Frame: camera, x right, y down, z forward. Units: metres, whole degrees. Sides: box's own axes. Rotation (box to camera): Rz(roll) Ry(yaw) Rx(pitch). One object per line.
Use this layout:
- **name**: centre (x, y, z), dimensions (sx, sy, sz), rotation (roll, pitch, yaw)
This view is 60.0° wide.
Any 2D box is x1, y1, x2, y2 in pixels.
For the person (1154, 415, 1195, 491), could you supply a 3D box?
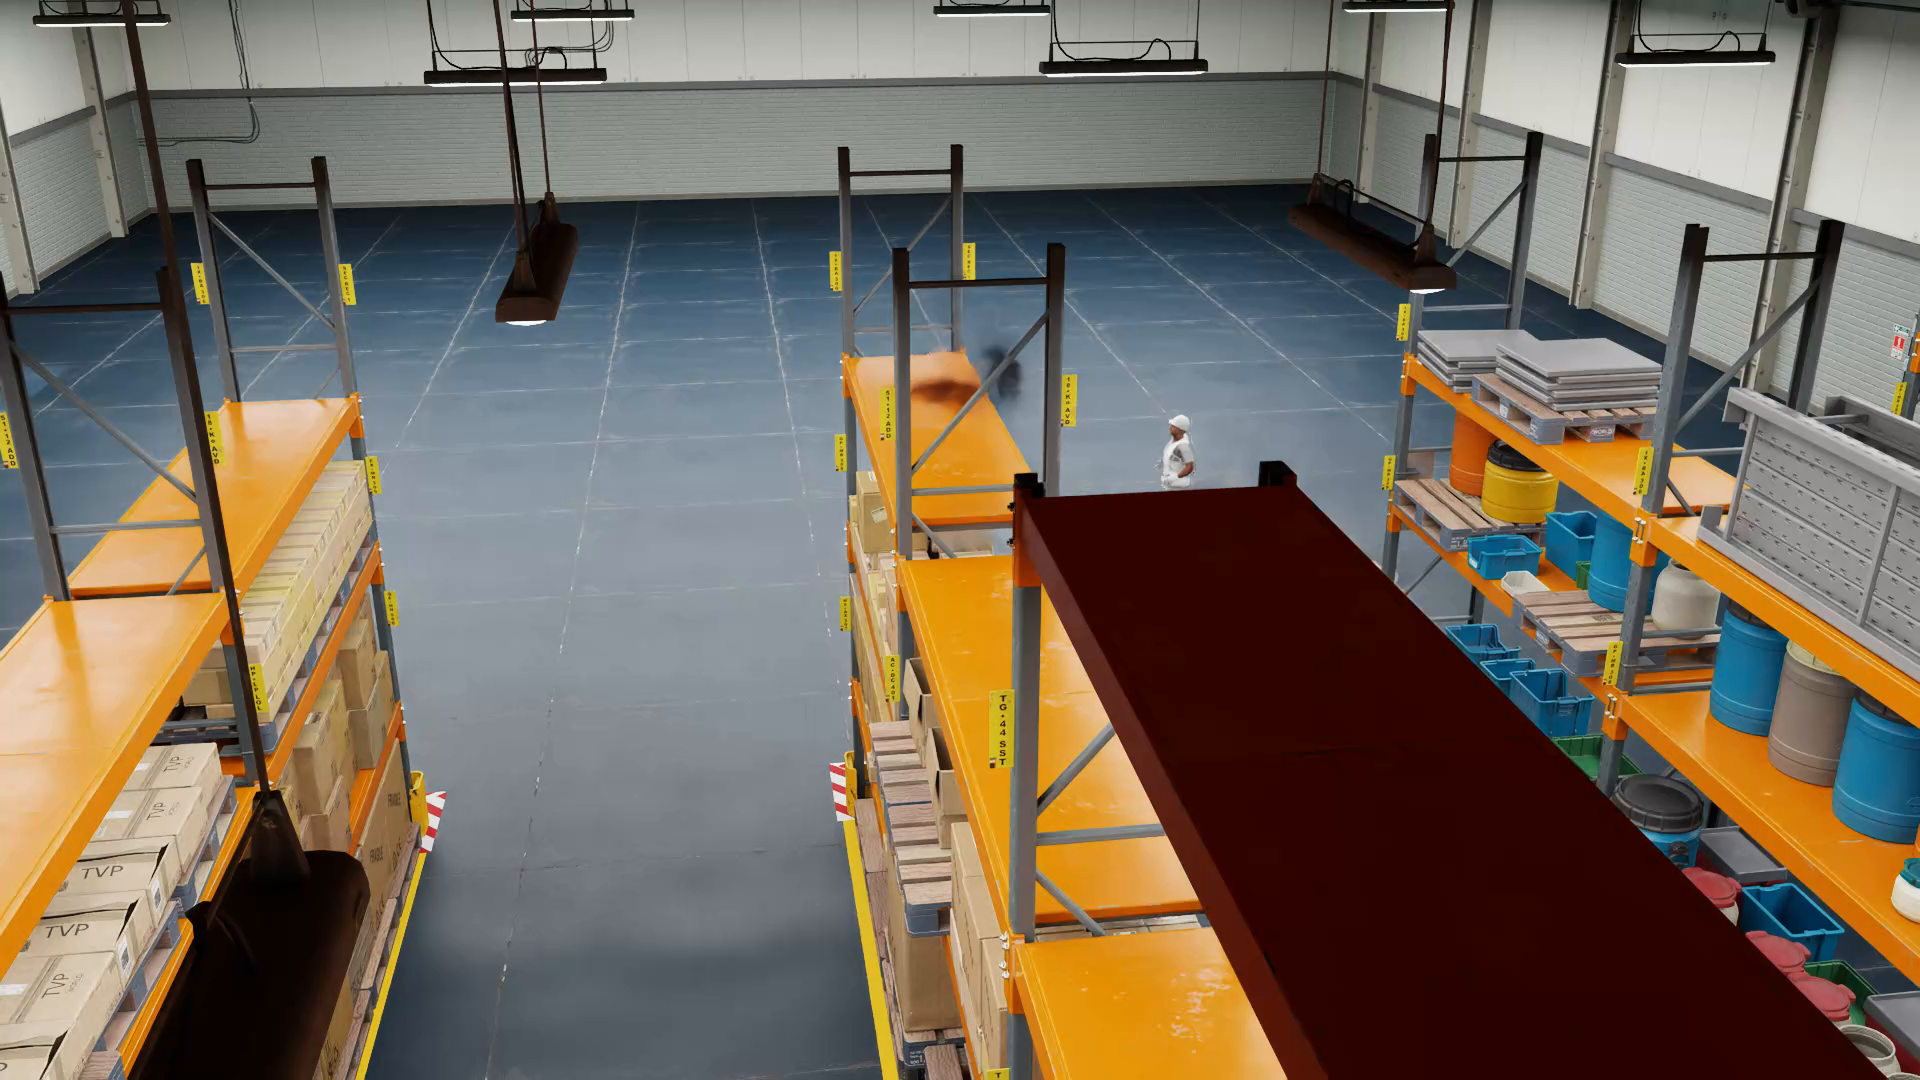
- **person**: centre (2.767, -0.742, 21.104), dimensions (0.854, 1.758, 0.693), rotation (2, 22, 6)
